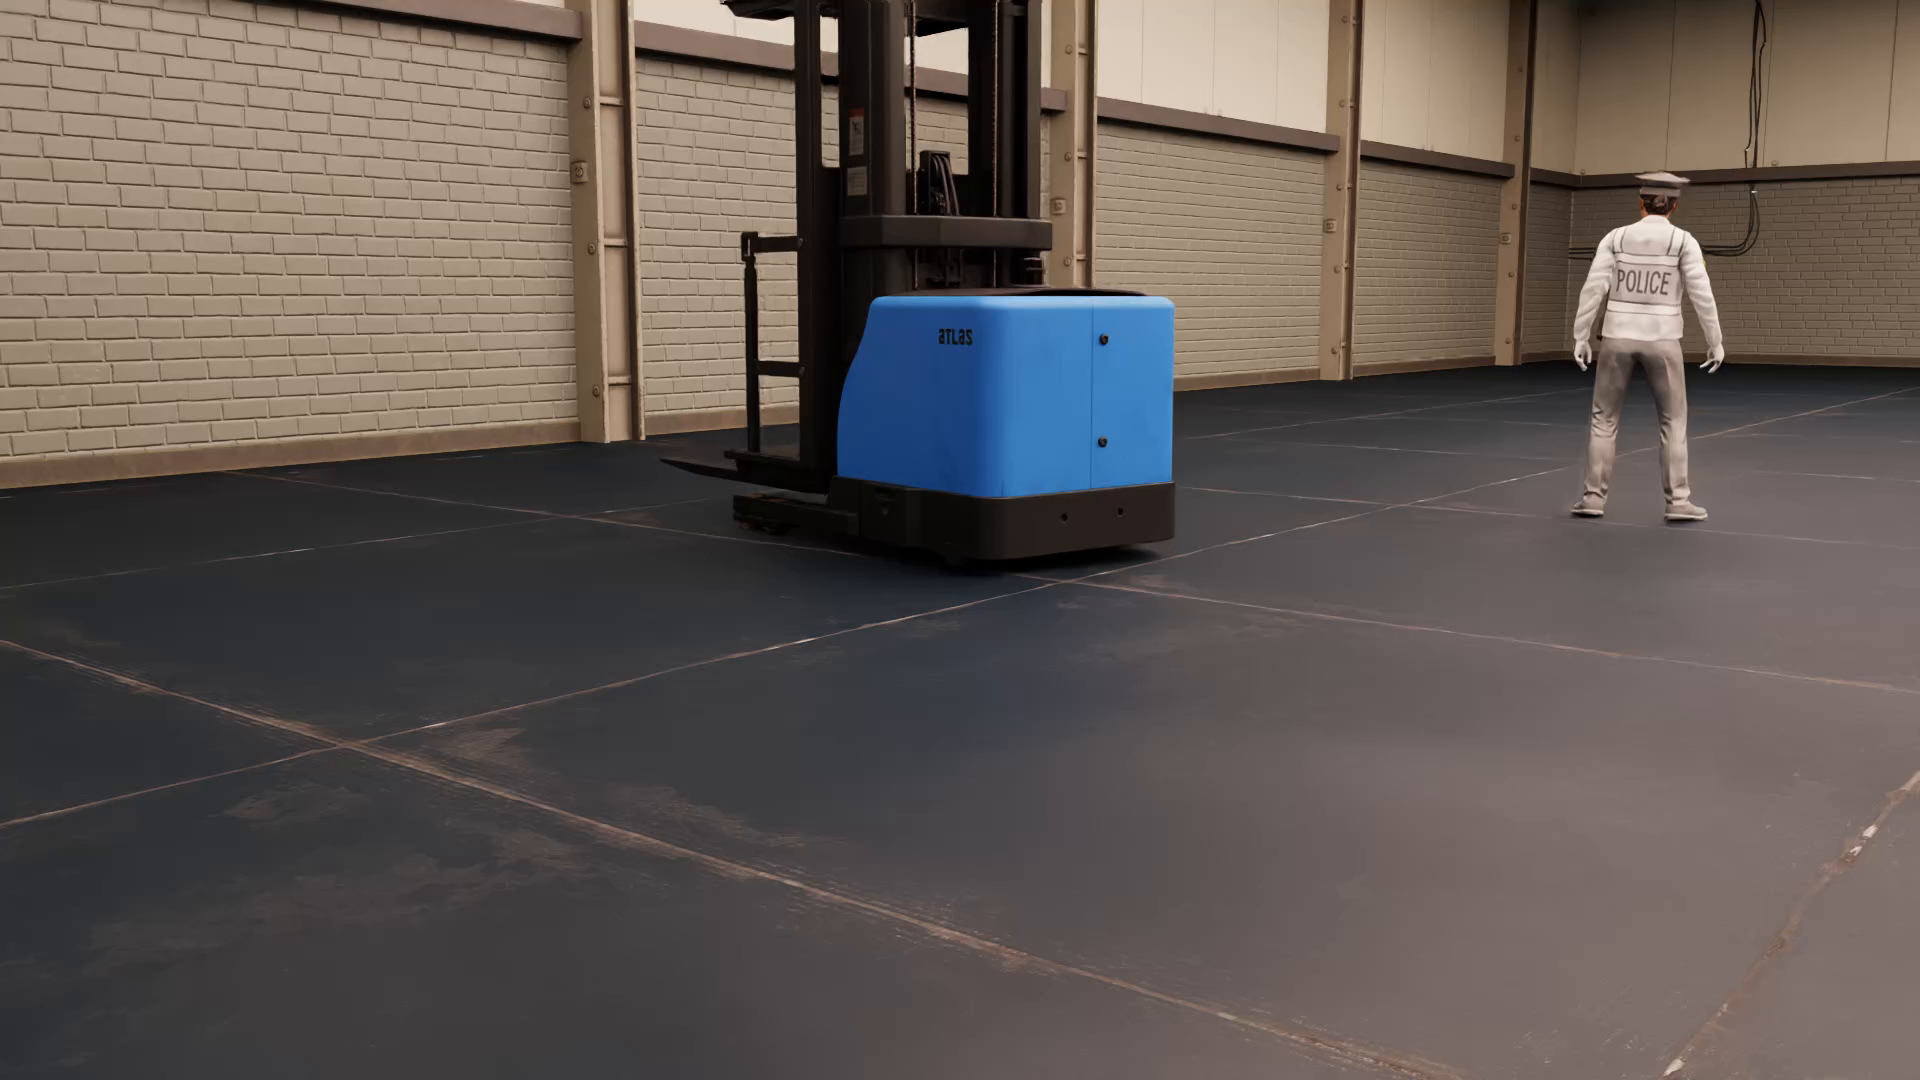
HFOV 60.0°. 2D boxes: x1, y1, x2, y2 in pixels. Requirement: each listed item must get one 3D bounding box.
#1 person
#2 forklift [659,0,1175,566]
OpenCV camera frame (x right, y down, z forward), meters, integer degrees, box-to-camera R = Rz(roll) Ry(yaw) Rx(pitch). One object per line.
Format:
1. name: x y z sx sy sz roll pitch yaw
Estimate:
1. person: 3.320 -0.925 8.033 0.671 1.672 0.375 5 10 29
2. forklift: -0.402 -1.515 7.635 1.130 2.935 3.031 -6 11 -37
